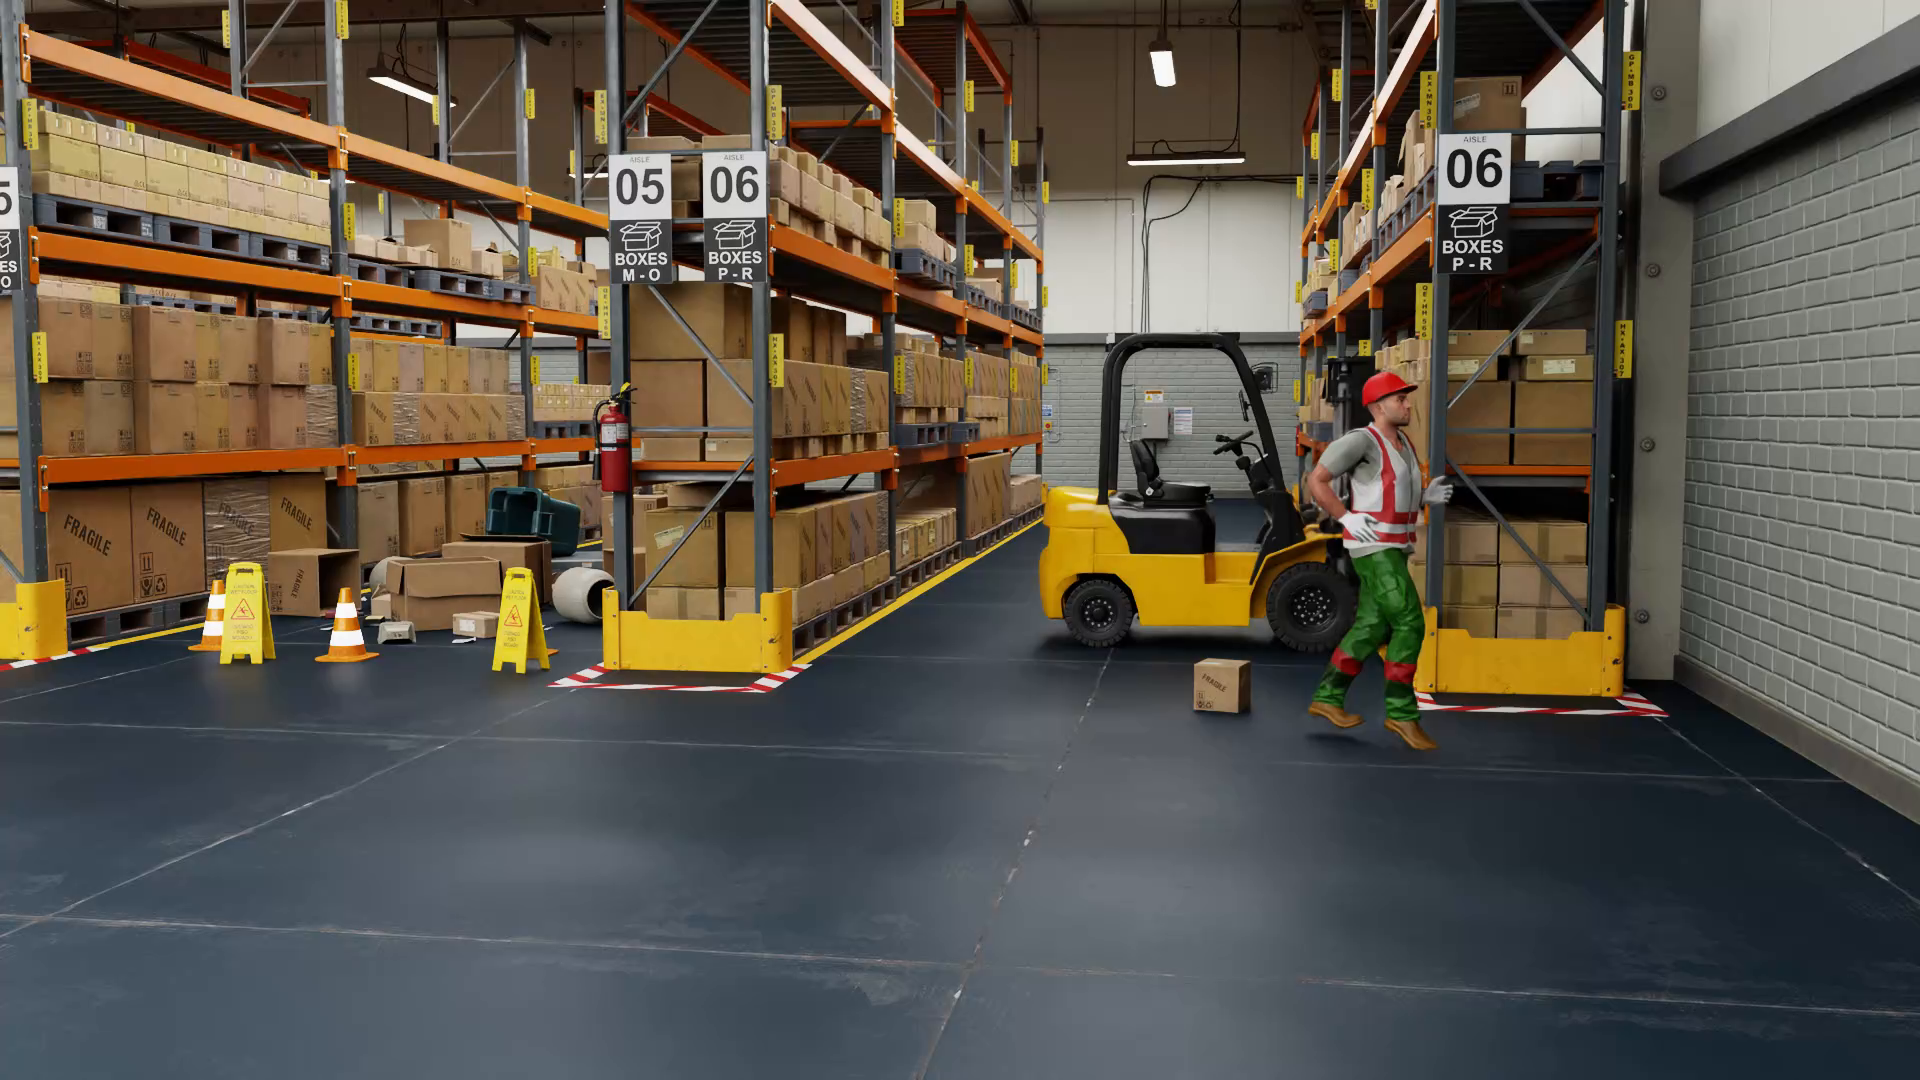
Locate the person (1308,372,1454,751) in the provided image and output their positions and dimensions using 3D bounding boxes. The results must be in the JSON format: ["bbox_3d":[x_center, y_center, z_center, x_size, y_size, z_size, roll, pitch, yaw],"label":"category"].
[{"bbox_3d":[2.083,0.091,8.189,0.699,1.830,0.655,3,6,38],"label":"person"}]
